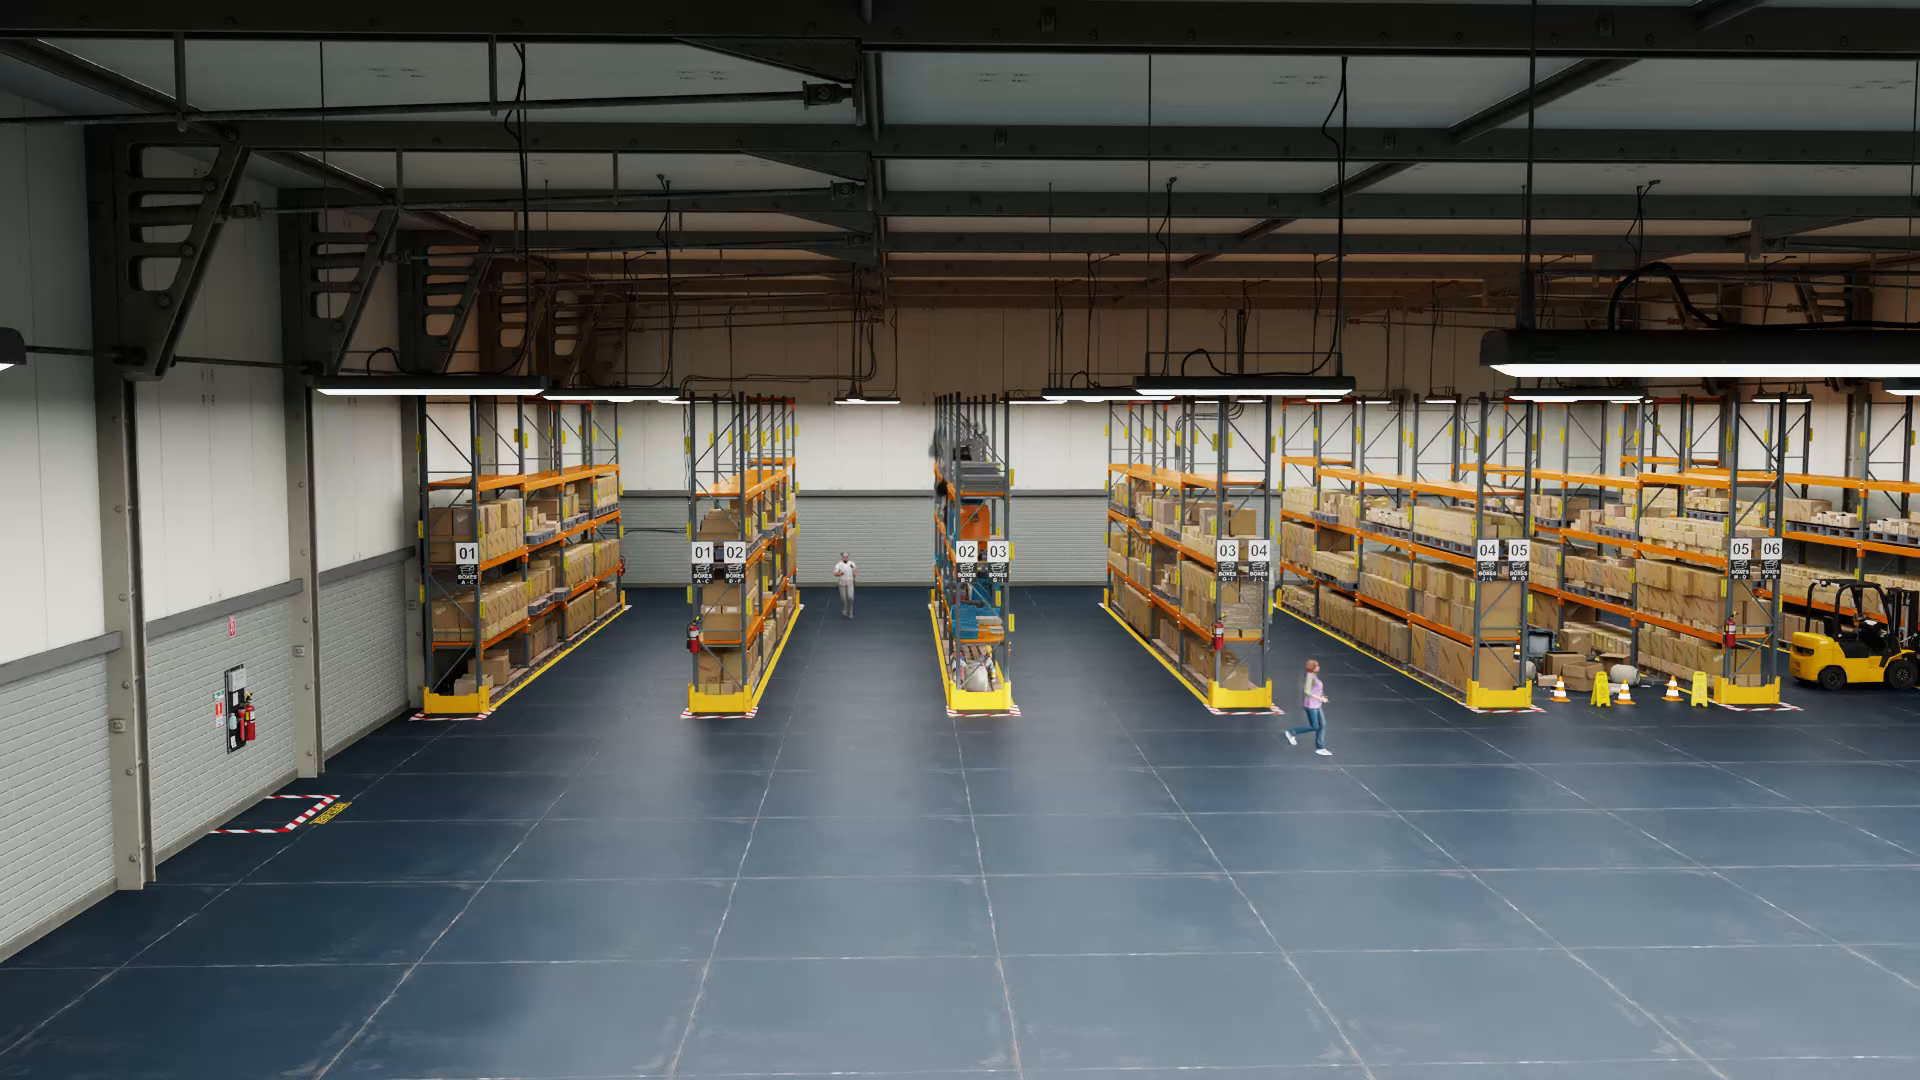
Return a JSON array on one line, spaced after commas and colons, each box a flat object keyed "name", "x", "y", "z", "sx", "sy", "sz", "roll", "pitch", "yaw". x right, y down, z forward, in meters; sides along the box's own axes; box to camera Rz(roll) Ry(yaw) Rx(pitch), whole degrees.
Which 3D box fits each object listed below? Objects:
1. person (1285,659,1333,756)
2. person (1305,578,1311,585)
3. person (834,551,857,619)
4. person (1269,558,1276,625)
[{"name": "person", "x": 5.762, "y": 2.748, "z": 27.384, "sx": 0.779, "sy": 1.585, "sz": 0.537, "roll": 2, "pitch": 5, "yaw": 22}, {"name": "person", "x": 10.330, "y": 0.957, "z": 48.793, "sx": 0.650, "sy": 1.738, "sz": 0.713, "roll": 3, "pitch": 6, "yaw": 36}, {"name": "person", "x": -3.110, "y": 1.221, "z": 45.180, "sx": 0.652, "sy": 1.828, "sz": 0.771, "roll": -1, "pitch": 5, "yaw": -8}, {"name": "person", "x": 8.081, "y": 1.303, "z": 43.980, "sx": 0.632, "sy": 1.776, "sz": 0.954, "roll": 0, "pitch": 5, "yaw": -3}]
